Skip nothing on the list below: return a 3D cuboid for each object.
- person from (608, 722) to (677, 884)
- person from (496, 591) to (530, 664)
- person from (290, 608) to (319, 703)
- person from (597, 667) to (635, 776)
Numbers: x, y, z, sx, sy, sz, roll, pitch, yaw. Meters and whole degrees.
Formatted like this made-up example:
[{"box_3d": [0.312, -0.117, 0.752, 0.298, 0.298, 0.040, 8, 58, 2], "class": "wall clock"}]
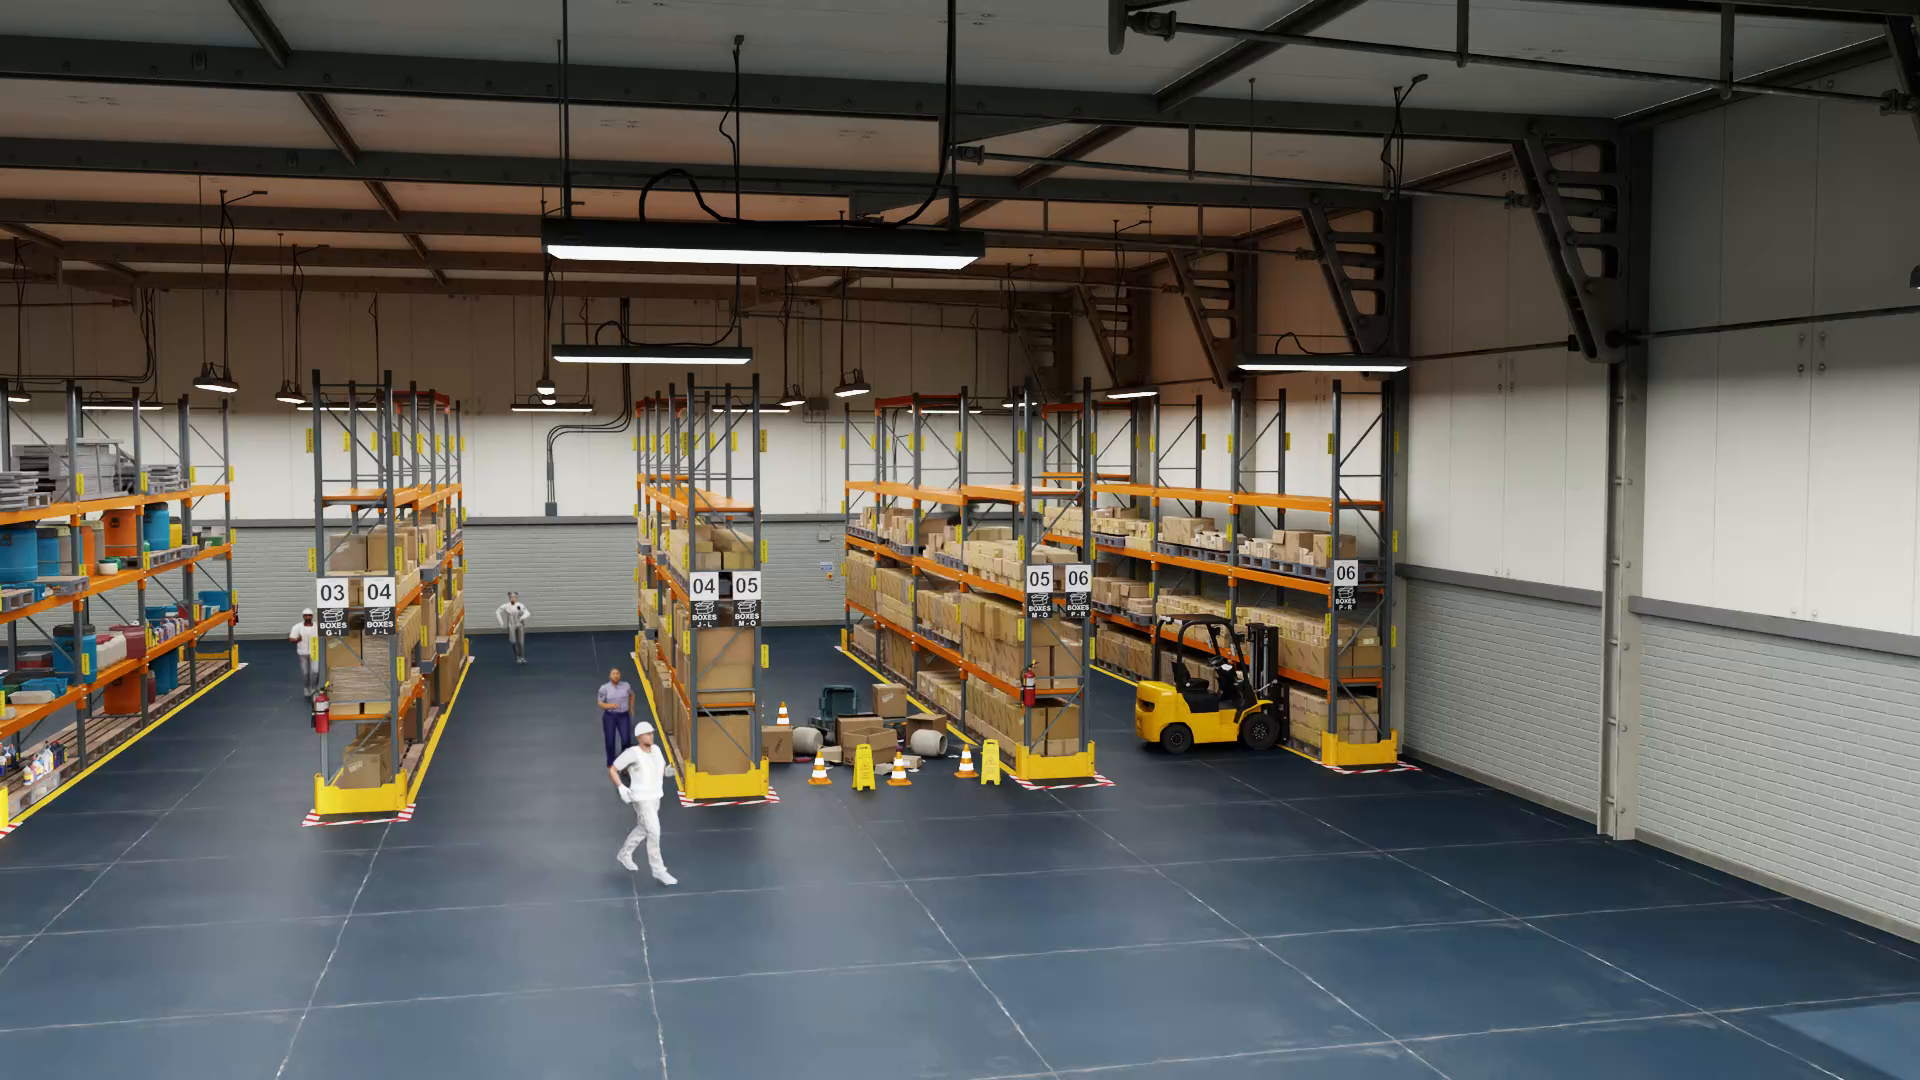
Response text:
[{"box_3d": [-3.602, 2.982, 19.059, 0.926, 1.807, 0.681, 2, 4, 24], "class": "person"}, {"box_3d": [-10.131, 1.989, 37.732, 0.743, 1.672, 0.625, -1, 3, -20], "class": "person"}, {"box_3d": [-12.700, 2.241, 32.428, 0.677, 1.823, 0.738, -1, 4, -20], "class": "person"}, {"box_3d": [-5.175, 2.747, 25.095, 0.579, 1.638, 0.678, -1, 3, -18], "class": "person"}]
